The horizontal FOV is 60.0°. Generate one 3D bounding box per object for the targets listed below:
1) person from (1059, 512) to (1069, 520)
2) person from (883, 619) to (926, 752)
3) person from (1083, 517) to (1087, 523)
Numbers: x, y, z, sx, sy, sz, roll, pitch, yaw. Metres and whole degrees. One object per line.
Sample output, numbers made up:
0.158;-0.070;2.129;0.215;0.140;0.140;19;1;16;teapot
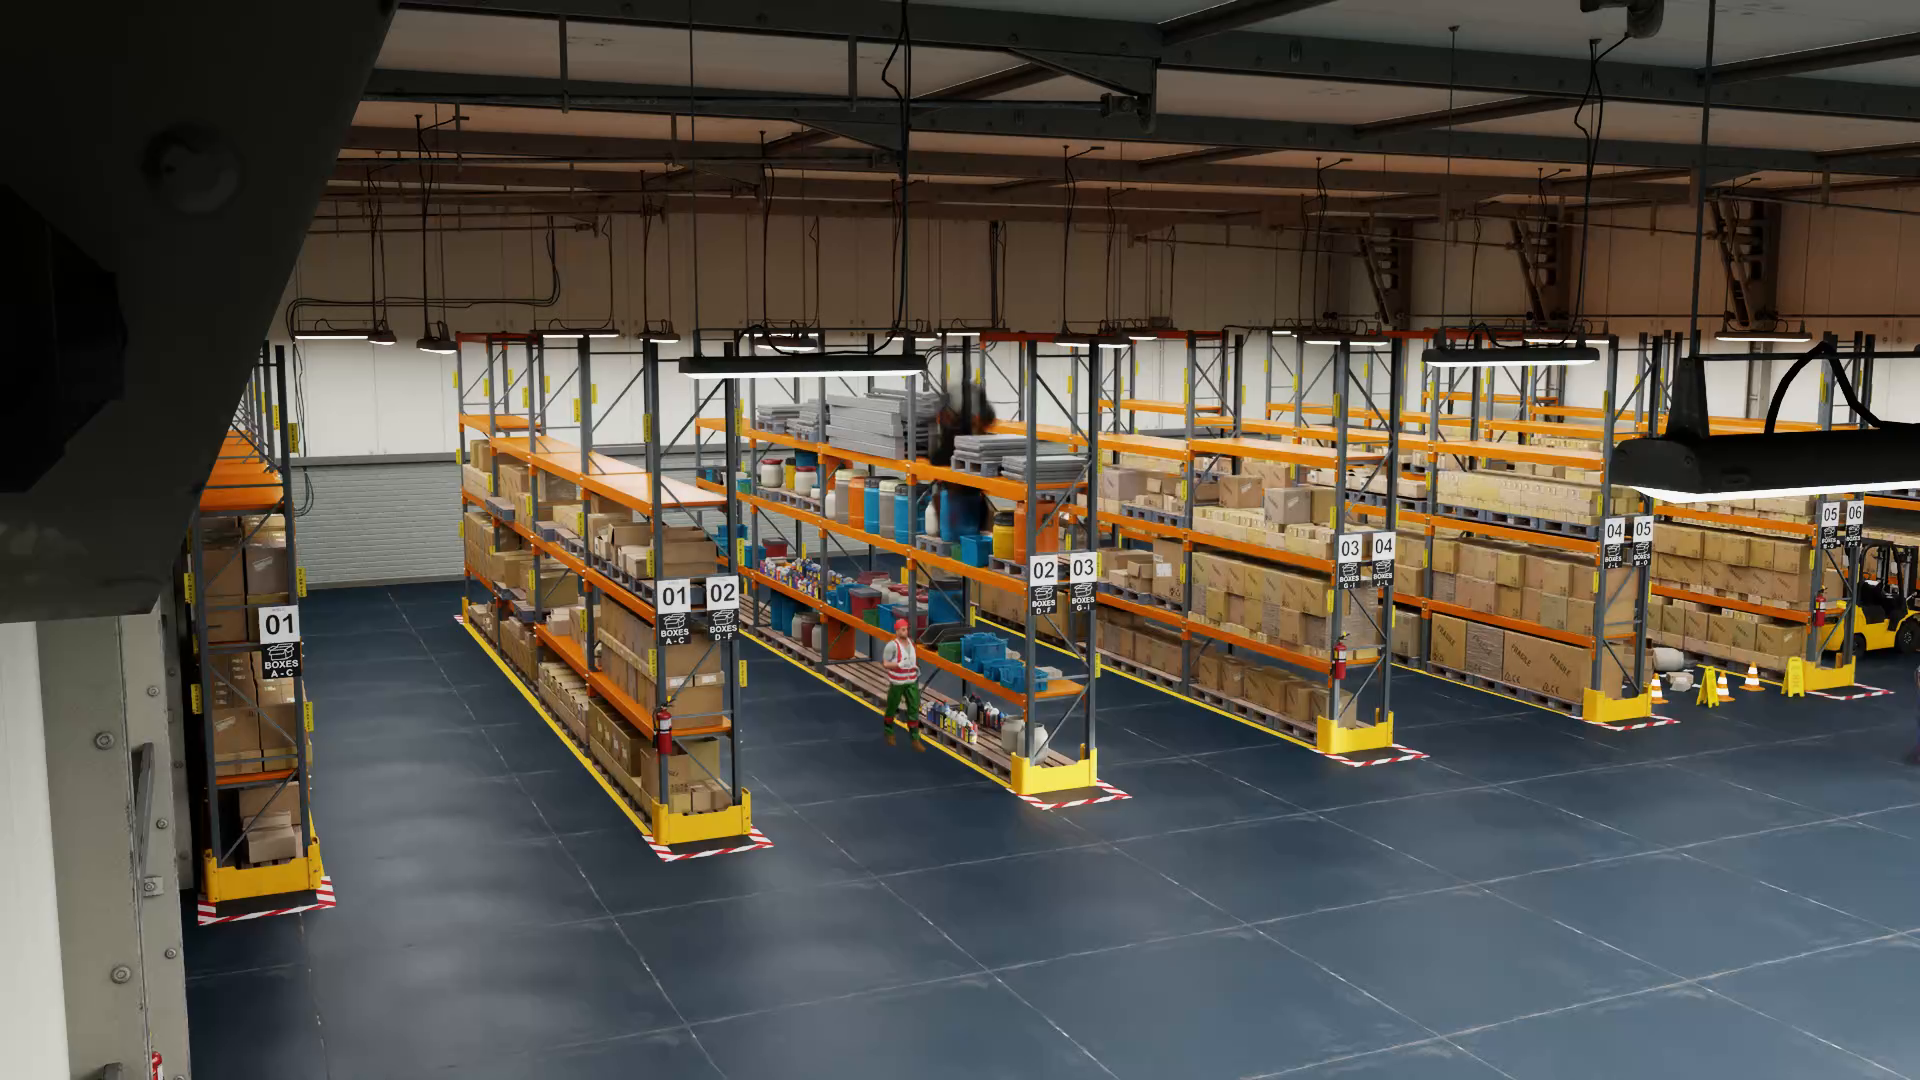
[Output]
2.587;-0.047;40.983;0.740;1.770;0.863;7;10;41;person
-0.784;2.006;23.152;0.645;1.824;0.837;-5;9;-34;person
3.220;-0.120;41.900;0.595;1.693;0.674;0;8;0;person
